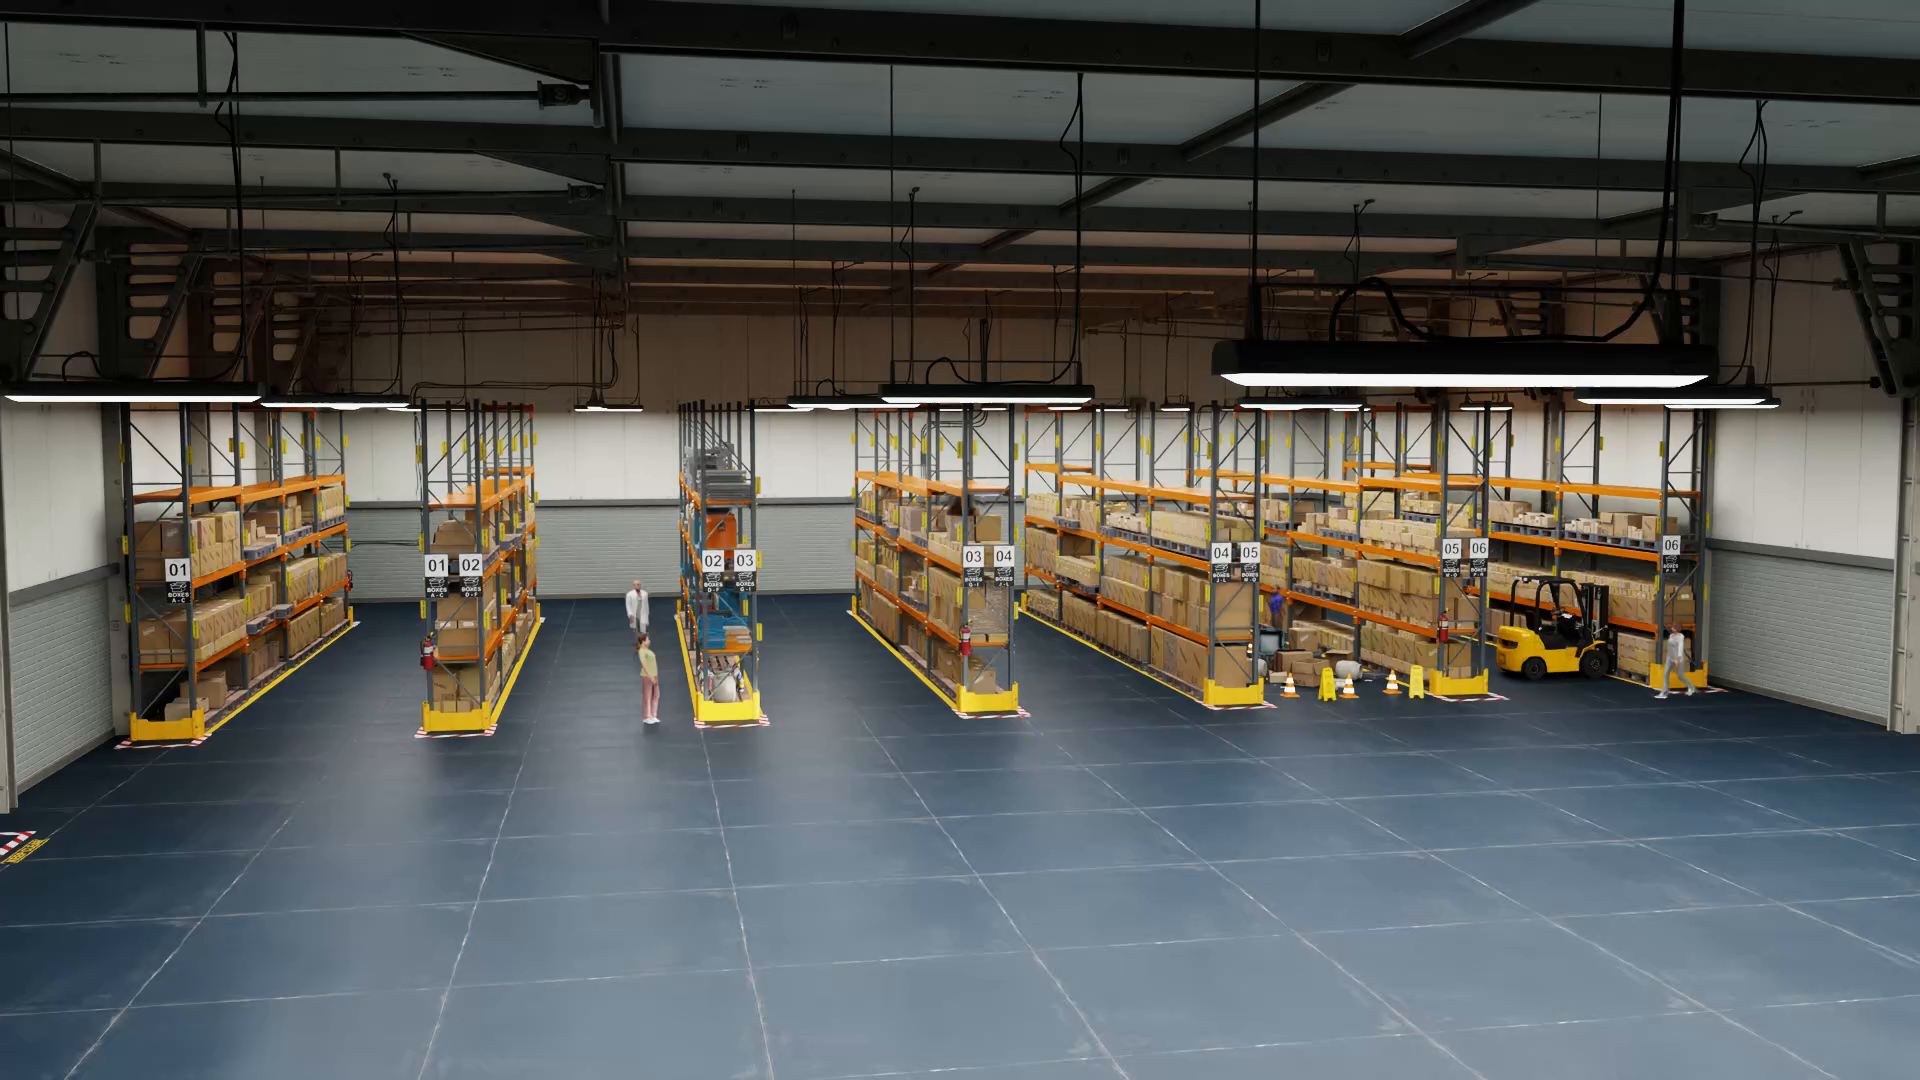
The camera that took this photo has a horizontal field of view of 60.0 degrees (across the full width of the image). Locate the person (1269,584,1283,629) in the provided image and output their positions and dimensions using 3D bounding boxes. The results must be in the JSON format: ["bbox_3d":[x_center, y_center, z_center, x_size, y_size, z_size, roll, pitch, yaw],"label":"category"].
[{"bbox_3d":[7.576,1.902,39.856,0.343,1.642,0.499,0,4,1],"label":"person"}]

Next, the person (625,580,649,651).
[{"bbox_3d":[-7.703,1.829,39.708,0.551,1.729,1.049,0,4,-5],"label":"person"}]

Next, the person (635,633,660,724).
[{"bbox_3d":[-5.771,2.582,30.894,0.484,1.713,0.529,2,5,21],"label":"person"}]

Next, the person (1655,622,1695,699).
[{"bbox_3d":[14.419,2.425,33.423,0.898,1.532,0.402,-2,5,-25],"label":"person"}]
